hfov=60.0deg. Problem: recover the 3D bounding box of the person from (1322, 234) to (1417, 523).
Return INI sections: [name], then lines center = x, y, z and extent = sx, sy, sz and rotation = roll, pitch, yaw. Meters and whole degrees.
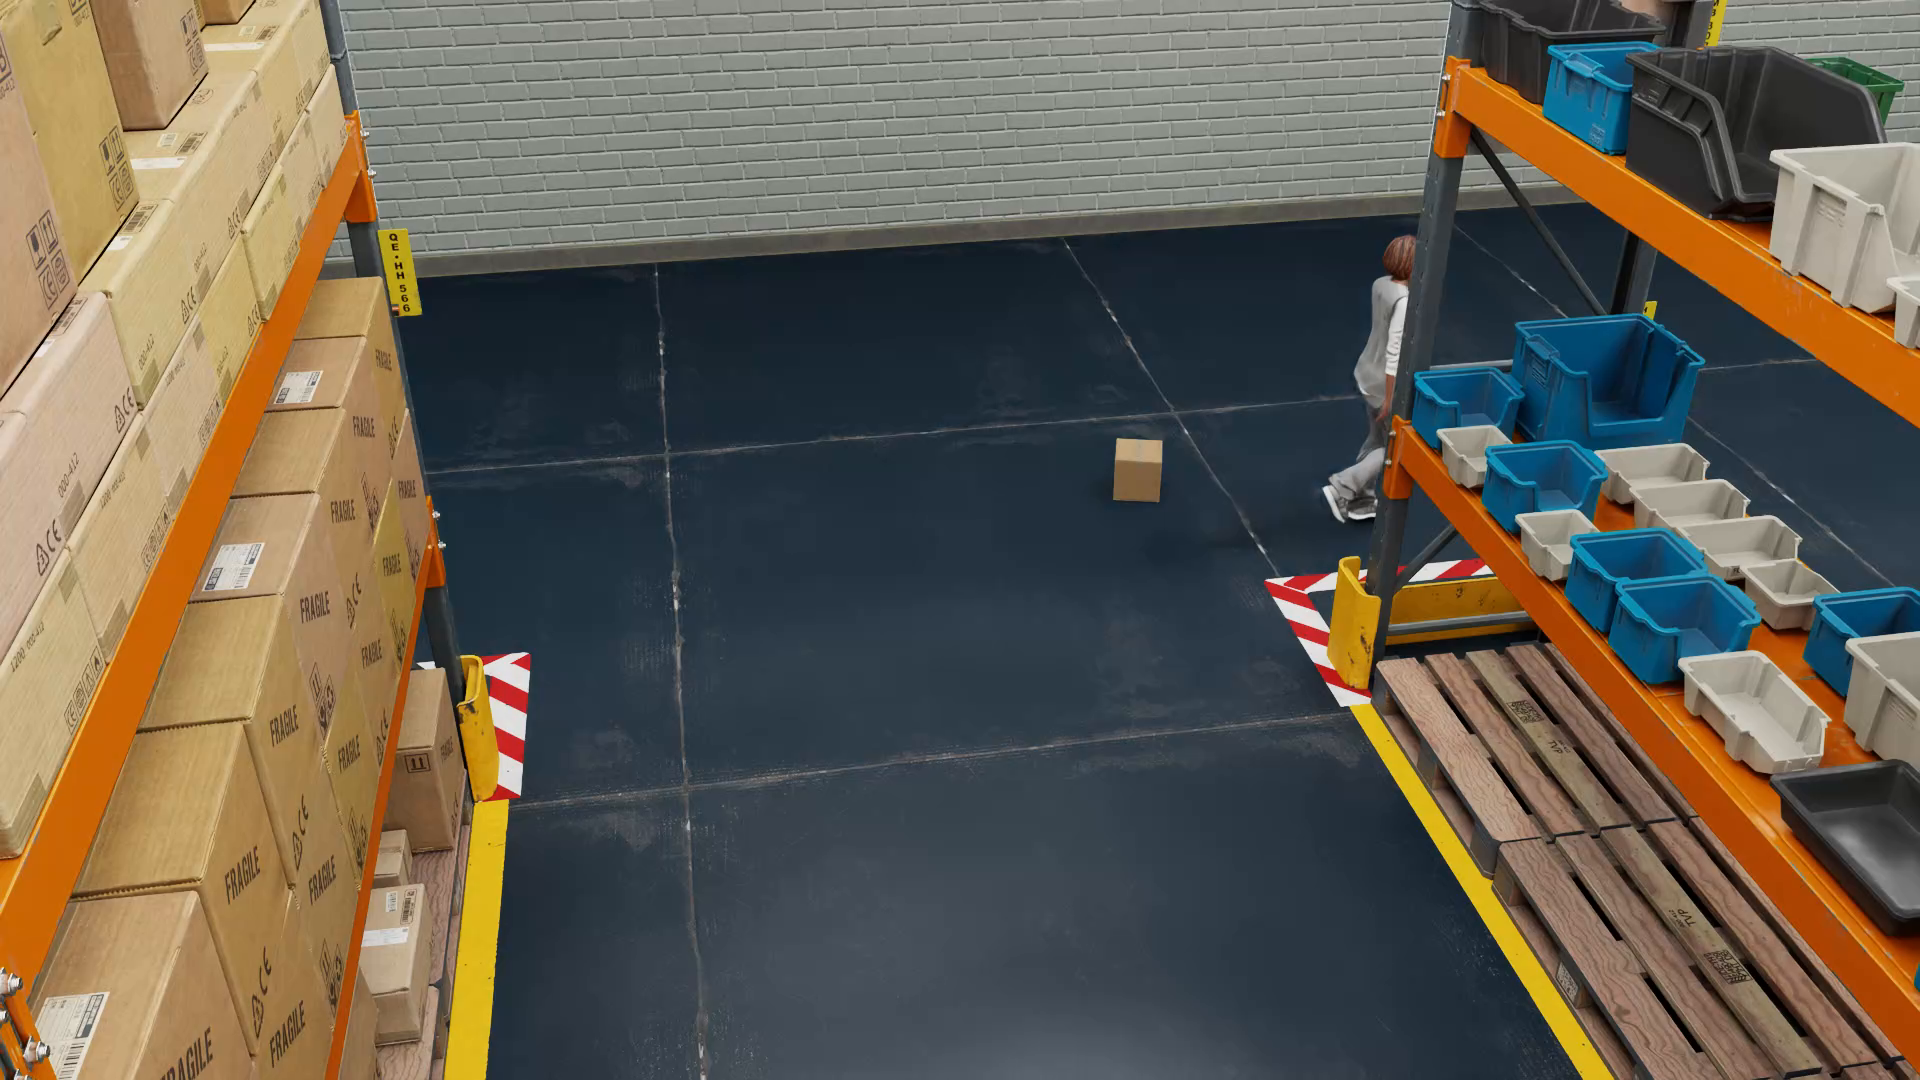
[person]
center = 2.096, -0.767, 8.374
extent = 0.484, 1.578, 0.419
rotation = -4, 31, -6
